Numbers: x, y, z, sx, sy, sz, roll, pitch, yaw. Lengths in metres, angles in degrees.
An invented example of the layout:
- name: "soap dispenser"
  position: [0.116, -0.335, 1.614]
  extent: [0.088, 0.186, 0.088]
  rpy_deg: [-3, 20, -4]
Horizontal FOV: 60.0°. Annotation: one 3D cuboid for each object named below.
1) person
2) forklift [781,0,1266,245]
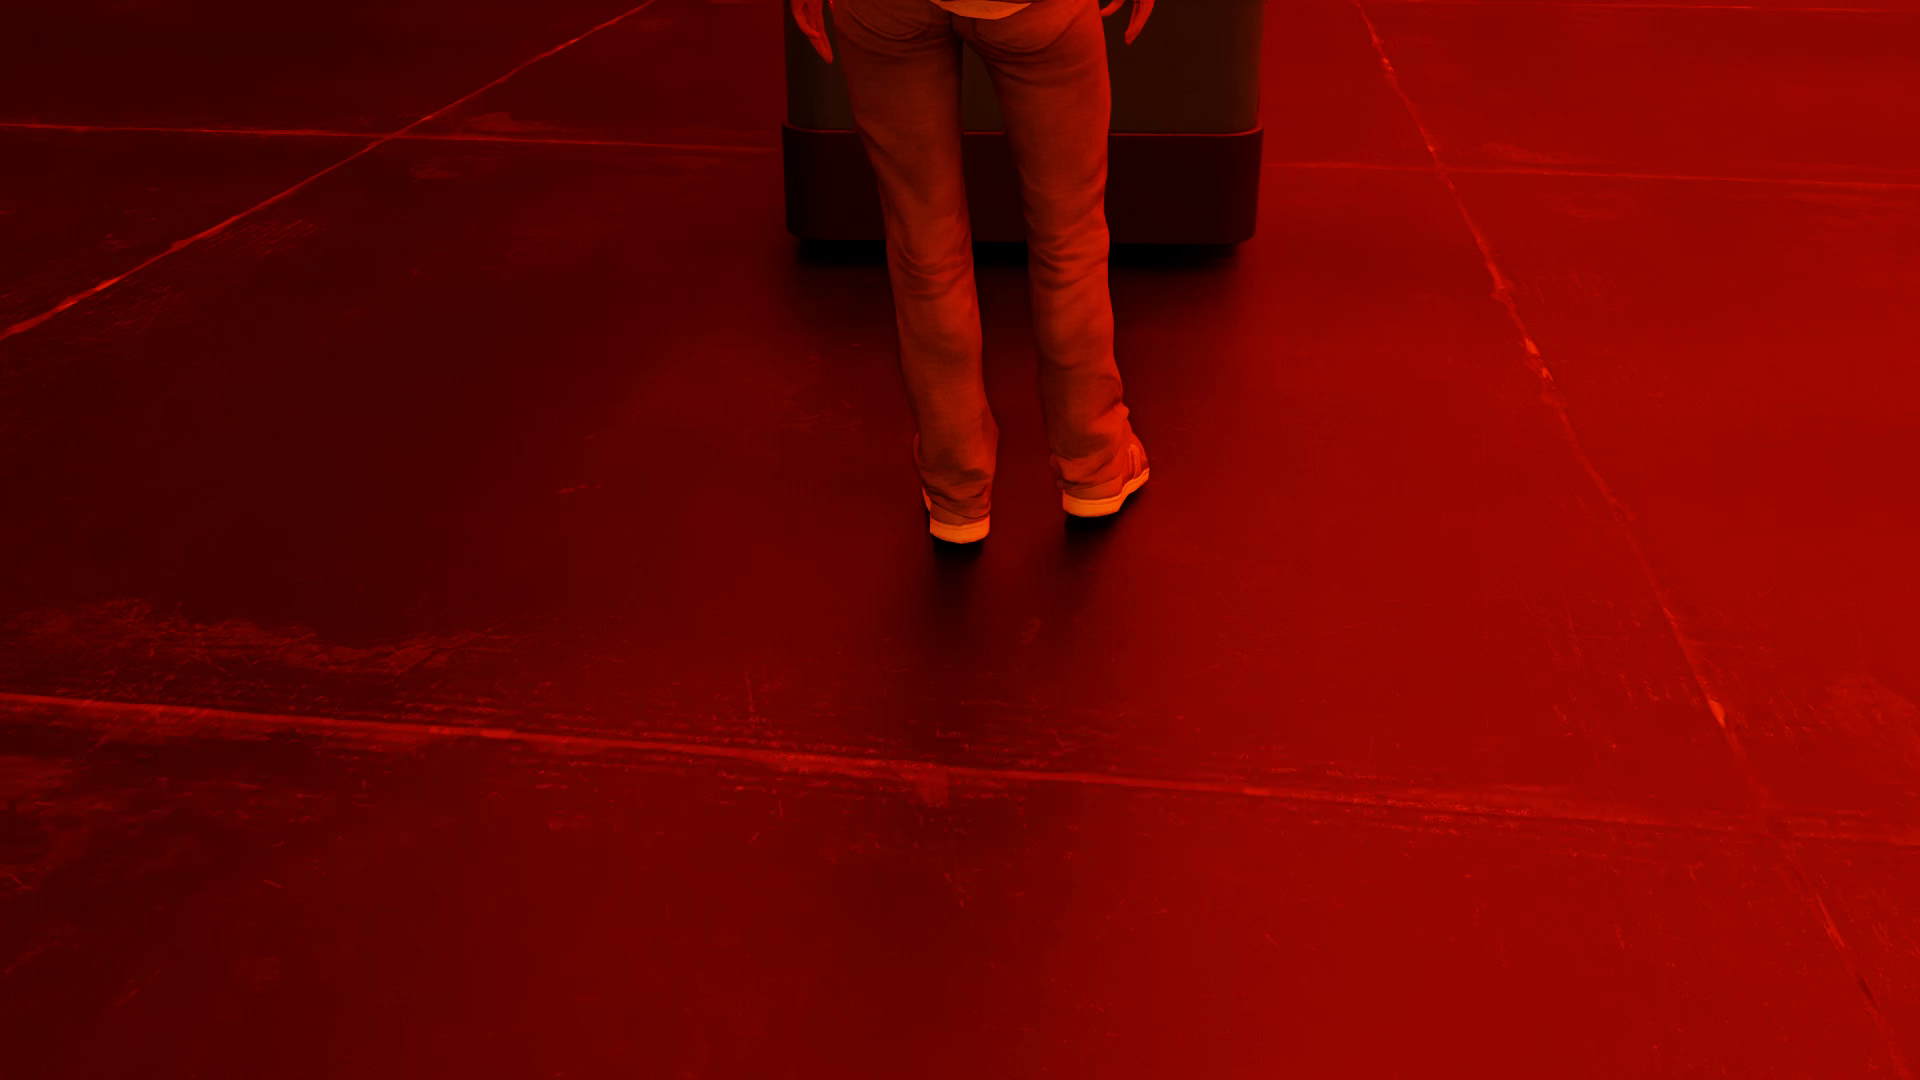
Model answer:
- name: "person"
  position: [0.024, -0.754, 2.205]
  extent: [0.520, 1.599, 0.473]
  rpy_deg: [3, 27, 7]
- name: "forklift"
  position: [0.194, -2.573, 4.376]
  extent: [1.130, 2.935, 3.031]
  rpy_deg: [1, 27, 2]
